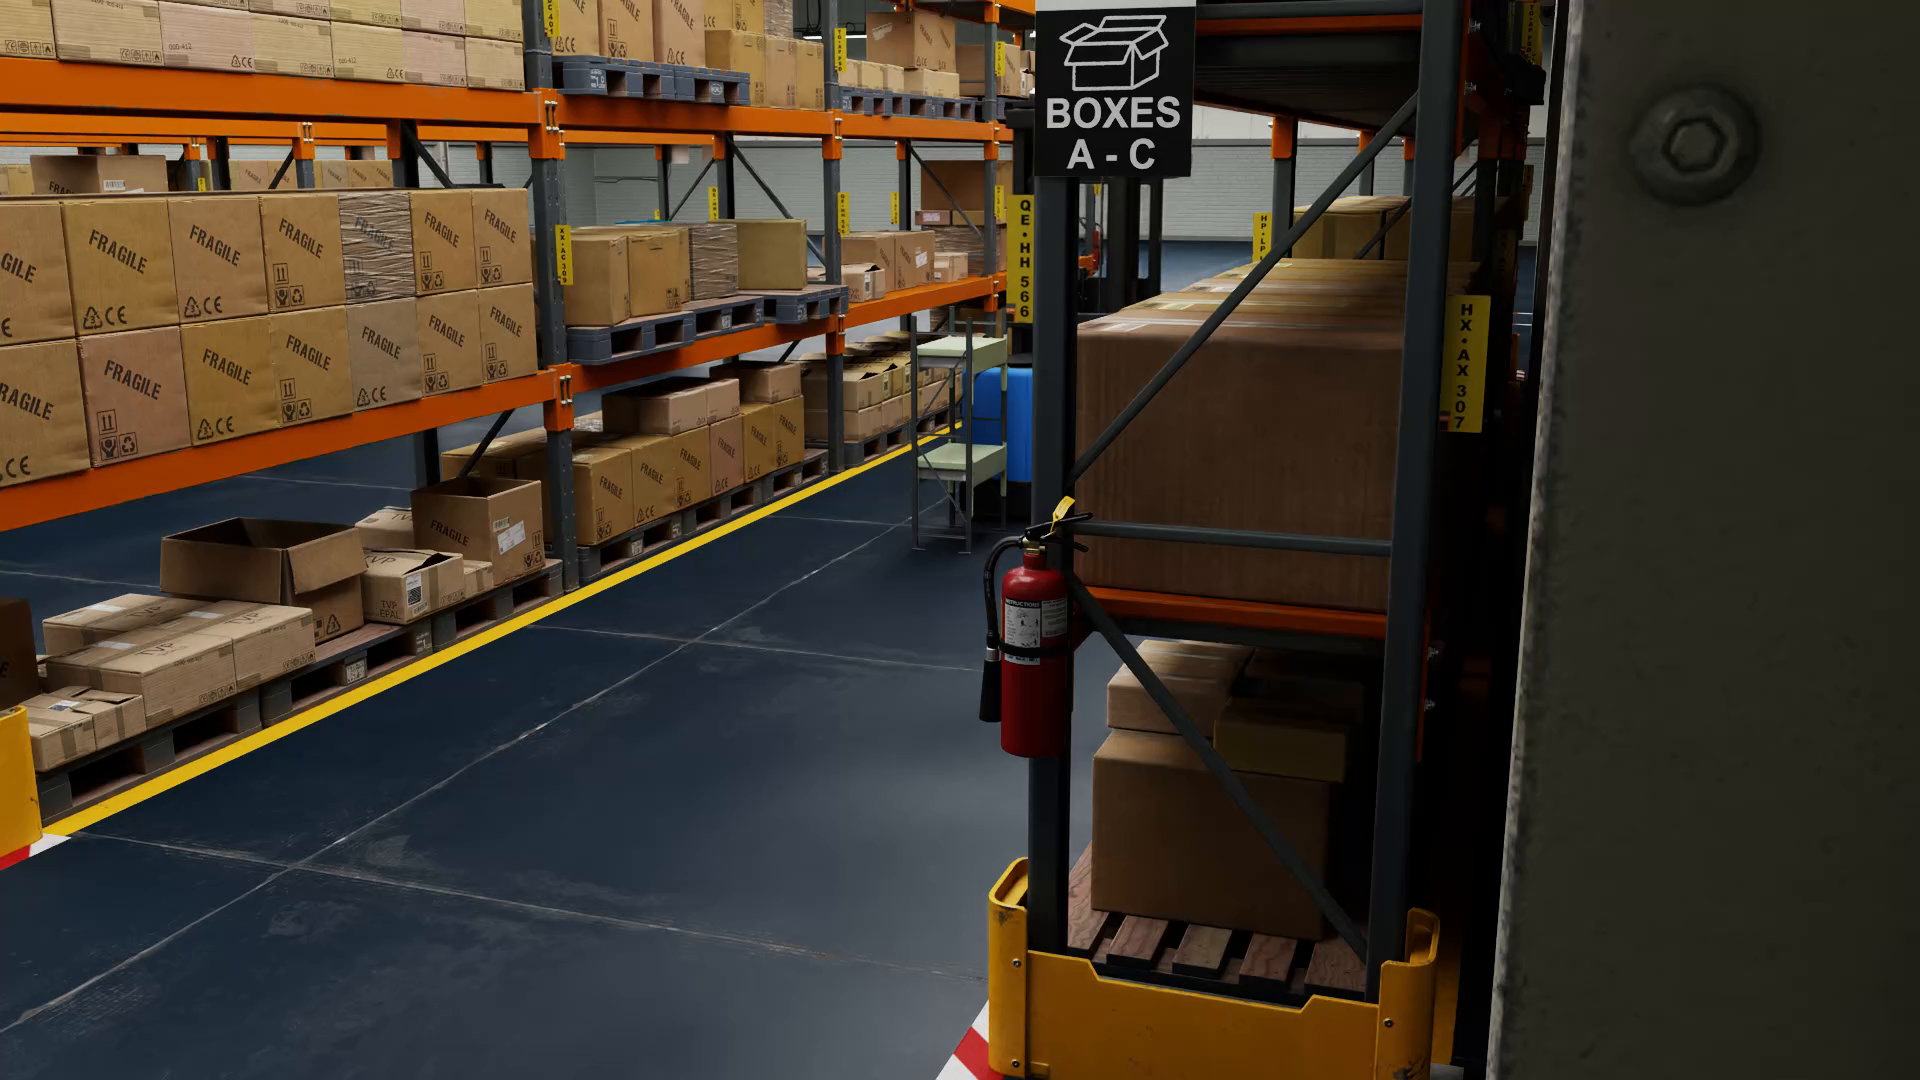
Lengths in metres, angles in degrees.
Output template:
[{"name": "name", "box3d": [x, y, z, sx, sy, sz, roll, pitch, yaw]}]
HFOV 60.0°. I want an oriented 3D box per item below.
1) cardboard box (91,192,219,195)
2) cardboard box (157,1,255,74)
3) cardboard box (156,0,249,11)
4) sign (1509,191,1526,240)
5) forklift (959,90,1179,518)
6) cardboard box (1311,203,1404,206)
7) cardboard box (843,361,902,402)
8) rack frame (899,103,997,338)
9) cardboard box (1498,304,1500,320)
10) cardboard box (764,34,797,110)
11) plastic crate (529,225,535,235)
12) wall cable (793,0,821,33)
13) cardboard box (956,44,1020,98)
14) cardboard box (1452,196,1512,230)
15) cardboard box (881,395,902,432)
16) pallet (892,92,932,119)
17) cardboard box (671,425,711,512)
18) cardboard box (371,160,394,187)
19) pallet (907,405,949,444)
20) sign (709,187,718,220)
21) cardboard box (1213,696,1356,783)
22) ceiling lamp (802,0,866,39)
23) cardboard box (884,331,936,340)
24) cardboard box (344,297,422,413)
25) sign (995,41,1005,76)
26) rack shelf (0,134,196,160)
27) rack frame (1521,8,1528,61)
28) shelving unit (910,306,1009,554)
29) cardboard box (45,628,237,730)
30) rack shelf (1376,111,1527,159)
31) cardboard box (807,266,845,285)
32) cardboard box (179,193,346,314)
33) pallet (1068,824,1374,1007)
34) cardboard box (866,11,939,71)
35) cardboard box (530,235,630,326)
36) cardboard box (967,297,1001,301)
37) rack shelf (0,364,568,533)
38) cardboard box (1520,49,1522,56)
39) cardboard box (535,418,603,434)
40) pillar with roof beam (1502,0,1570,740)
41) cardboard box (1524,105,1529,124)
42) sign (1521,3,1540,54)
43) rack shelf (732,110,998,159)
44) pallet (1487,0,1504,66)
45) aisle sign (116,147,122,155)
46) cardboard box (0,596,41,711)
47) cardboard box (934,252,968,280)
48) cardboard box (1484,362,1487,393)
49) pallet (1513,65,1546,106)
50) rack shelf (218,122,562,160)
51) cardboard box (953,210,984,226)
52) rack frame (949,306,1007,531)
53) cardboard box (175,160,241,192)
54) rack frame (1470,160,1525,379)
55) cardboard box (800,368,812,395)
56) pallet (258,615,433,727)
[{"name": "cardboard box", "box3d": [-3.635, -1.329, 7.598, 0.500, 0.500, 0.500, 5, 14, 20]}, {"name": "cardboard box", "box3d": [-3.270, -2.044, 6.799, 0.500, 0.250, 0.500, 4, 14, 18]}, {"name": "cardboard box", "box3d": [-3.275, -2.288, 6.745, 0.500, 0.250, 0.500, 4, 14, 18]}, {"name": "sign", "box3d": [3.792, -2.209, 11.323, 0.100, 0.325, 0.005, 4, 14, 18]}, {"name": "forklift", "box3d": [1.023, -1.828, 12.412, 1.130, 2.935, 3.031, 5, 14, 22]}, {"name": "cardboard box", "box3d": [2.220, -1.742, 9.255, 0.500, 0.250, 0.500, 5, 14, 20]}, {"name": "cardboard box", "box3d": [-0.814, -1.378, 14.258, 0.500, 0.311, 0.500, 4, 13, 17]}, {"name": "rack frame", "box3d": [-0.129, -2.882, 16.873, 1.000, 3.000, 0.127, 4, 14, 18]}, {"name": "cardboard box", "box3d": [3.024, -1.557, 10.129, 0.500, 0.500, 0.500, 5, 14, 19]}, {"name": "cardboard box", "box3d": [-1.697, -3.349, 11.955, 0.910, 0.500, 0.500, 4, 14, 18]}, {"name": "plastic crate", "box3d": [-4.681, -3.146, 17.889, 0.402, 0.464, 0.583, 4, 14, 18]}, {"name": "wall cable", "box3d": [-5.960, -17.941, 54.777, 3.097, 2.526, 0.112, 4, 14, 18]}, {"name": "cardboard box", "box3d": [0.284, -4.753, 16.848, 0.500, 0.500, 0.500, 6, 14, 23]}, {"name": "cardboard box", "box3d": [3.364, -2.139, 10.994, 0.500, 0.250, 0.500, 5, 14, 20]}, {"name": "cardboard box", "box3d": [-0.814, -1.099, 14.297, 0.500, 0.250, 0.500, 4, 13, 17]}, {"name": "pallet", "box3d": [-0.929, -3.795, 14.557, 1.003, 0.211, 1.213, 5, 14, 21]}, {"name": "cardboard box", "box3d": [-1.999, -0.495, 11.046, 0.500, 0.500, 0.500, 5, 14, 19]}, {"name": "cardboard box", "box3d": [-8.151, -4.986, 22.951, 0.500, 0.500, 0.500, 4, 14, 18]}, {"name": "pallet", "box3d": [-0.723, -1.107, 15.362, 1.003, 0.211, 1.213, 4, 14, 18]}, {"name": "sign", "box3d": [-1.949, -2.643, 13.226, 0.100, 0.325, 0.005, 4, 14, 18]}, {"name": "cardboard box", "box3d": [0.958, 0.584, 4.902, 0.380, 0.149, 0.250, 4, 14, 19]}, {"name": "ceiling lamp", "box3d": [-3.417, -15.826, 46.985, 2.000, 3.185, 0.800, 4, 14, 18]}, {"name": "cardboard box", "box3d": [-0.498, -1.950, 16.767, 0.500, 0.311, 0.500, 4, 14, 19]}, {"name": "cardboard box", "box3d": [-2.966, -0.905, 7.990, 0.500, 0.500, 0.500, 5, 14, 20]}, {"name": "sign", "box3d": [0.388, -4.713, 16.285, 0.100, 0.325, 0.005, 4, 14, 18]}, {"name": "rack shelf", "box3d": [-10.148, -4.286, 17.903, 1.077, 0.370, 4.000, 4, 14, 18]}, {"name": "rack frame", "box3d": [4.560, -5.451, 14.647, 1.000, 3.000, 0.127, 4, 14, 18]}, {"name": "shelving unit", "box3d": [0.002, -0.733, 10.827, 0.431, 1.500, 0.755, 4, 14, 18]}, {"name": "cardboard box", "box3d": [-3.405, 0.571, 6.934, 0.500, 0.250, 0.500, 4, 14, 18]}, {"name": "rack shelf", "box3d": [3.913, -3.217, 13.215, 1.077, 0.370, 4.000, 4, 14, 18]}, {"name": "cardboard box", "box3d": [-1.264, -2.070, 13.515, 0.500, 0.311, 0.500, 5, 14, 22]}, {"name": "cardboard box", "box3d": [-3.126, -1.289, 7.421, 0.500, 0.500, 0.500, 4, 14, 18]}, {"name": "pallet", "box3d": [0.862, 1.186, 5.317, 1.003, 0.211, 1.213, 4, 14, 18]}, {"name": "cardboard box", "box3d": [-0.528, -4.593, 15.337, 0.500, 0.500, 0.500, 6, 14, 24]}, {"name": "cardboard box", "box3d": [-2.352, -1.535, 9.802, 0.700, 0.500, 0.500, 0, 13, -1]}, {"name": "cardboard box", "box3d": [0.146, -2.435, 18.466, 0.500, 0.500, 0.500, 4, 14, 18]}, {"name": "rack shelf", "box3d": [-3.364, -0.426, 7.728, 1.077, 0.370, 4.000, 4, 14, 18]}, {"name": "cardboard box", "box3d": [3.773, -3.473, 12.443, 0.797, 0.503, 0.637, 6, 14, 26]}, {"name": "cardboard box", "box3d": [-2.498, -0.527, 11.184, 0.500, 0.500, 0.500, 5, 14, 19]}, {"name": "pillar with roof beam", "box3d": [-1.510, -3.867, 7.706, 9.100, 9.000, 0.400, 4, 14, 18]}, {"name": "cardboard box", "box3d": [5.459, -4.455, 16.754, 0.500, 0.500, 0.500, 5, 14, 22]}, {"name": "sign", "box3d": [3.788, -3.395, 11.041, 0.100, 0.325, 0.005, 4, 14, 18]}, {"name": "rack shelf", "box3d": [-0.776, -3.572, 14.775, 1.077, 0.370, 4.000, 4, 14, 18]}, {"name": "pallet", "box3d": [1.697, -2.089, 6.859, 1.003, 0.211, 1.213, 4, 14, 18]}, {"name": "aisle sign", "box3d": [-12.560, -6.077, 25.031, 0.394, 0.787, 0.004, 4, 14, 18]}, {"name": "cardboard box", "box3d": [-4.068, 0.517, 6.612, 0.500, 0.500, 0.500, 4, 14, 18]}, {"name": "cardboard box", "box3d": [-0.247, -2.702, 16.422, 0.500, 0.250, 0.500, 5, 14, 22]}, {"name": "cardboard box", "box3d": [2.462, -0.833, 8.418, 0.380, 0.149, 0.250, 4, 13, 17]}, {"name": "pallet", "box3d": [3.107, -2.915, 10.701, 1.213, 0.211, 1.003, 5, 14, 21]}, {"name": "rack shelf", "box3d": [-5.461, -3.930, 16.340, 1.077, 0.370, 4.000, 4, 14, 18]}, {"name": "cardboard box", "box3d": [0.142, -3.289, 16.977, 0.380, 0.149, 0.250, 4, 14, 18]}, {"name": "rack frame", "box3d": [0.121, -0.810, 11.165, 0.400, 1.500, 0.023, 4, 14, 18]}, {"name": "cardboard box", "box3d": [-9.115, -4.354, 20.181, 0.500, 0.500, 0.500, 4, 14, 18]}, {"name": "rack frame", "box3d": [5.854, -3.368, 19.004, 1.000, 3.000, 0.127, 4, 14, 18]}, {"name": "cardboard box", "box3d": [-1.486, -1.305, 13.941, 0.500, 0.311, 0.500, 5, 14, 20]}, {"name": "pallet", "box3d": [-3.333, 0.564, 8.041, 1.003, 0.211, 1.213, 4, 14, 18]}]
